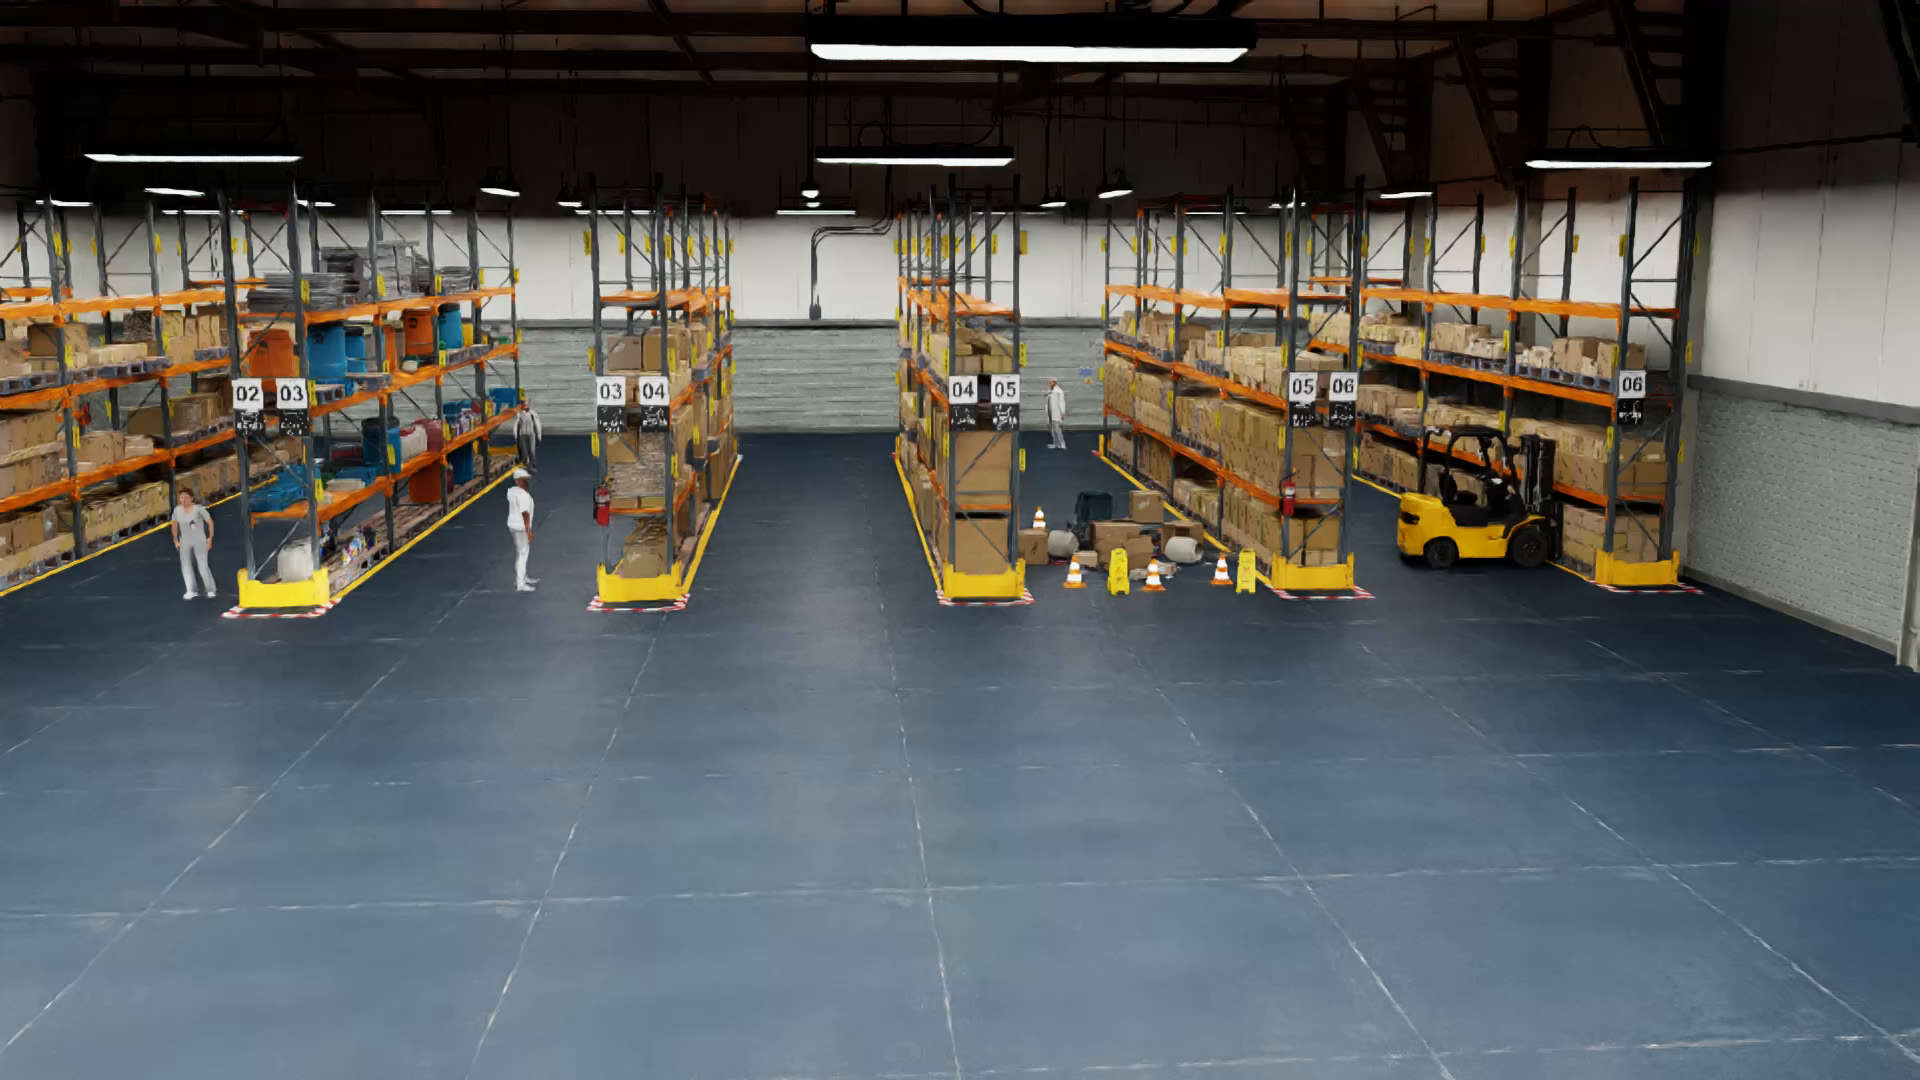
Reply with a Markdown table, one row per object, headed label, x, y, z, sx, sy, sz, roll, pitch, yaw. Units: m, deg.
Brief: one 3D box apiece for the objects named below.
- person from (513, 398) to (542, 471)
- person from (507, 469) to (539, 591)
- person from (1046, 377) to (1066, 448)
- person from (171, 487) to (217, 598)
| label | x | y | z | sx | sy | sz | roll | pitch | yaw |
| --- | --- | --- | --- | --- | --- | --- | --- | --- | --- |
| person | -9.793 | -2.416 | 37.666 | 0.618 | 1.645 | 0.659 | -2 | 10 | -13 |
| person | -6.406 | -0.176 | 24.501 | 0.463 | 1.772 | 0.630 | -6 | 12 | -33 |
| person | 2.392 | -3.186 | 41.574 | 0.455 | 1.773 | 0.687 | -8 | 13 | -38 |
| person | -10.971 | 0.154 | 23.836 | 0.571 | 1.403 | 0.485 | 0 | 10 | -1 |
